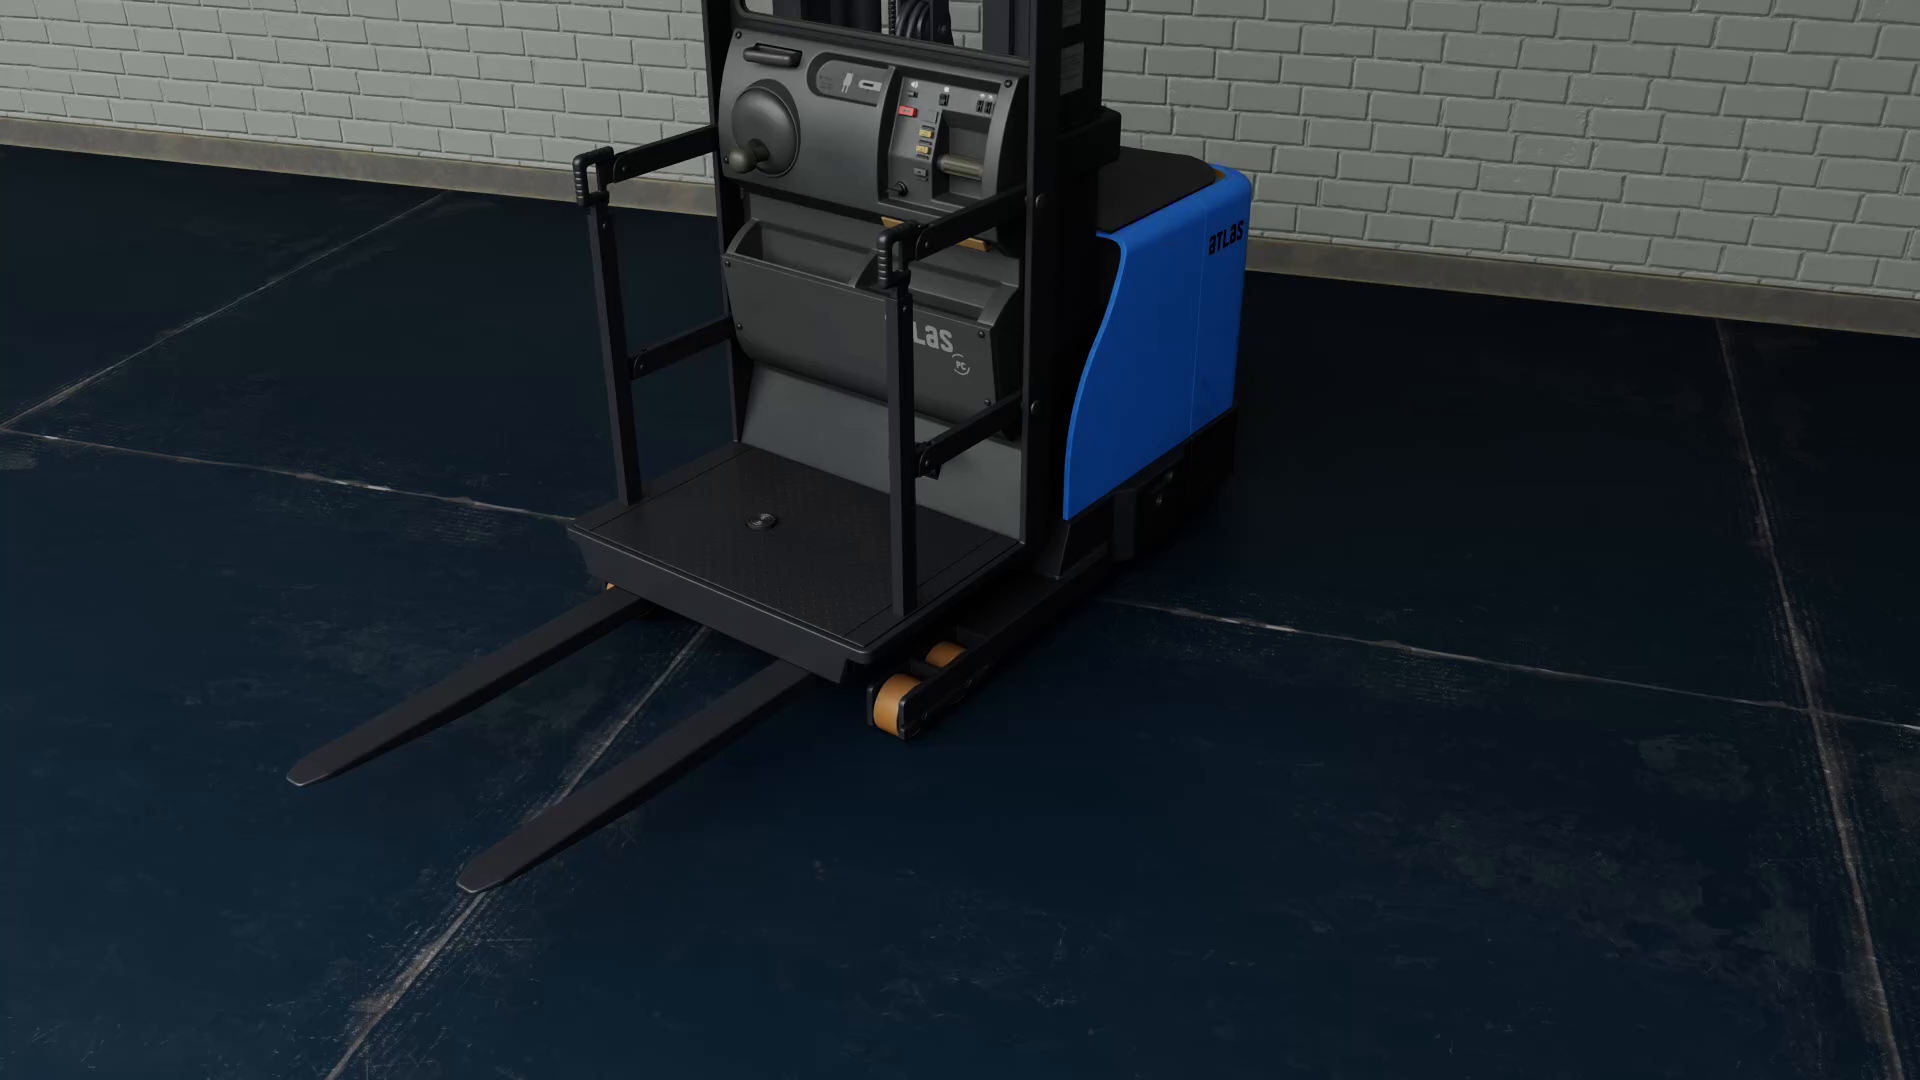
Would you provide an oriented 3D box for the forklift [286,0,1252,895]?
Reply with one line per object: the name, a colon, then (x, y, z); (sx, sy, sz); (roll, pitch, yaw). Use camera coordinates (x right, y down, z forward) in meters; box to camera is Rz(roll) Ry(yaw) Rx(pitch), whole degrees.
forklift: (-0.377, -1.035, 4.096); (1.130, 2.935, 3.031); (20, 35, 31)
